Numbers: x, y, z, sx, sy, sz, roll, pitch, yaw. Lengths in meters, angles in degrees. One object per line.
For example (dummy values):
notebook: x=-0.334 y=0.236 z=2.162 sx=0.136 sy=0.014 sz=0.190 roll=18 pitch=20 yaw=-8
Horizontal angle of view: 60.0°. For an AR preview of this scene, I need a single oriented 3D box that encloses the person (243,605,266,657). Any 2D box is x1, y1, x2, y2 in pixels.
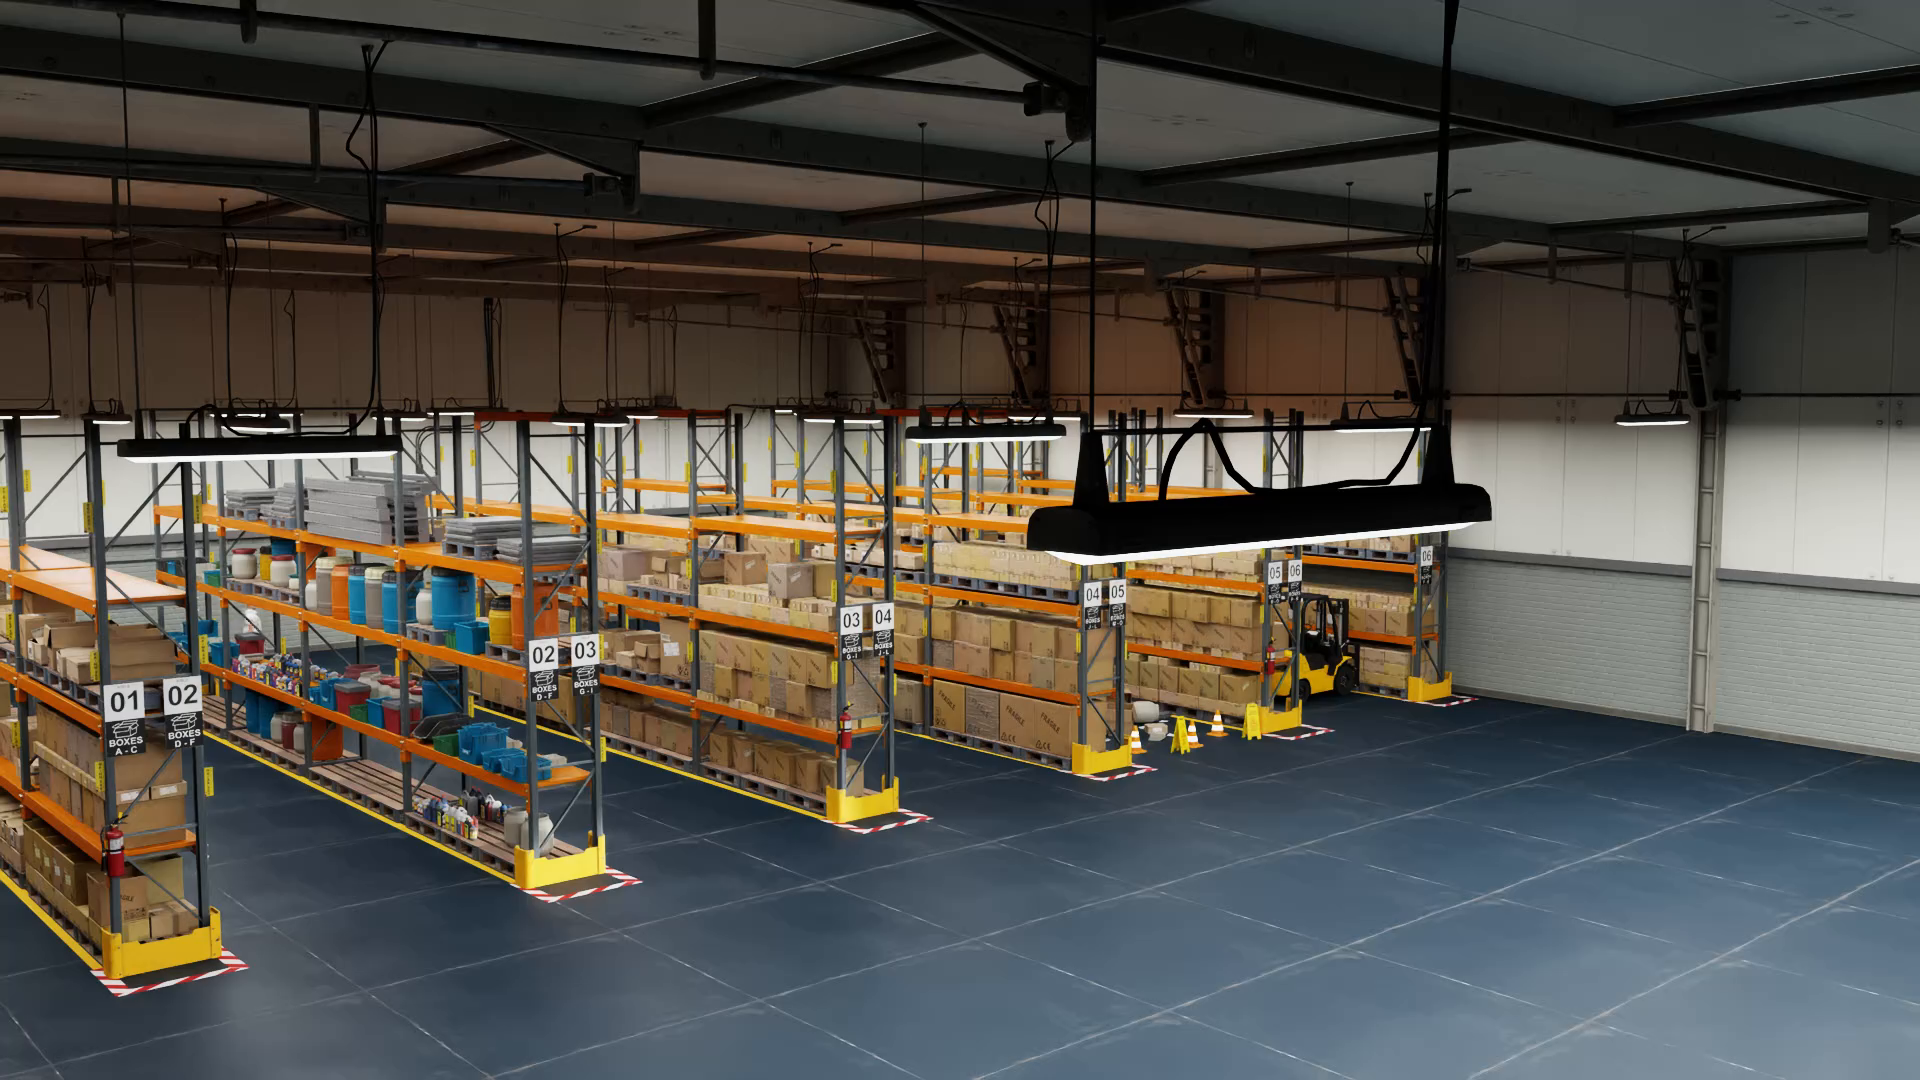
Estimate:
person: x=-15.816 y=2.182 z=37.201 sx=0.438 sy=1.787 sz=0.572 roll=-4 pitch=6 yaw=-37
